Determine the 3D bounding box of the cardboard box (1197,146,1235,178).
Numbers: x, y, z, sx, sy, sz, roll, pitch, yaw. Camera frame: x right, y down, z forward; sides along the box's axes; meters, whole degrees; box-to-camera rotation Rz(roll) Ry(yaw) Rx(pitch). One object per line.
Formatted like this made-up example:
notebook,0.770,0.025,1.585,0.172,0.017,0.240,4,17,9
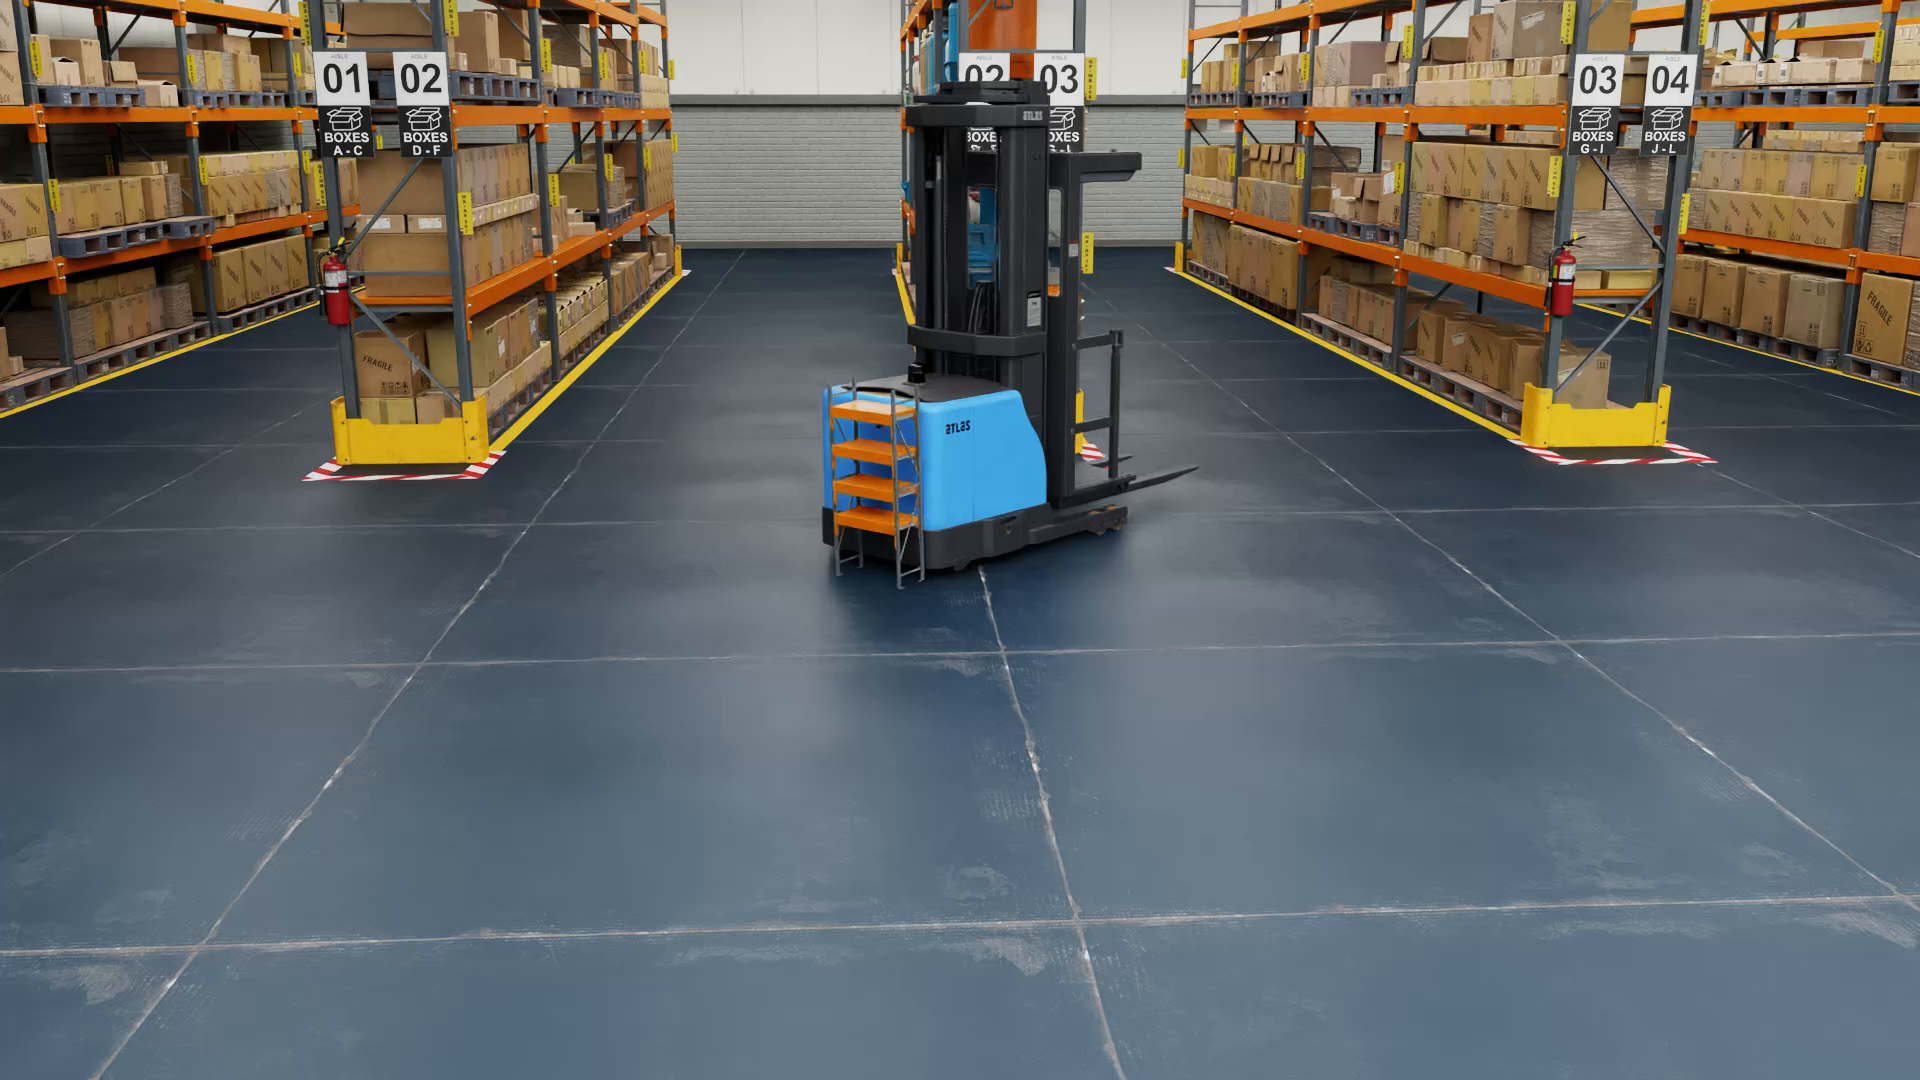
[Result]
cardboard box,4.264,-6.304,27.708,0.500,0.500,0.500,-1,14,-5

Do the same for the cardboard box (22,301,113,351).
cardboard box,-9.797,-2.346,18.257,0.700,0.500,0.500,-1,14,-5

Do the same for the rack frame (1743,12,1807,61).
rack frame,14.326,-9.305,29.131,1.000,3.000,0.127,-1,14,-3

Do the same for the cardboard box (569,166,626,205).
cardboard box,-5.034,-4.913,23.058,0.700,0.500,0.500,-5,15,-18

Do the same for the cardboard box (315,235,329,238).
cardboard box,-9.964,-4.735,26.280,0.380,0.149,0.250,-1,14,-5

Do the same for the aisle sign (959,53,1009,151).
aisle sign,0.191,-3.427,13.110,0.394,0.787,0.004,-1,14,-3

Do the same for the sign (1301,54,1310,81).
sign,4.376,-5.992,21.078,0.100,0.325,0.005,-1,14,-3

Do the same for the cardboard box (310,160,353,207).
cardboard box,-10.261,-5.665,26.422,0.980,0.700,0.700,-2,15,-6

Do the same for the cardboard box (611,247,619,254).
cardboard box,-5.523,-4.239,25.617,0.500,0.500,0.500,-1,14,-3

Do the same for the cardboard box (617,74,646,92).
cardboard box,-4.987,-6.847,24.894,0.500,0.250,0.500,-1,14,-3

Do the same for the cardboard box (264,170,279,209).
cardboard box,-9.804,-4.862,23.064,0.500,0.500,0.500,-1,14,-3

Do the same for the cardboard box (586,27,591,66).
cardboard box,-5.009,-6.326,21.365,0.500,0.500,0.500,-1,14,-3

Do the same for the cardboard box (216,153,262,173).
cardboard box,-9.779,-5.094,22.464,0.500,0.250,0.500,-1,14,-5

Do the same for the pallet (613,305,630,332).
pallet,-4.966,-2.941,22.032,1.003,0.211,1.213,-1,14,-3

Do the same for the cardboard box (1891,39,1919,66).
cardboard box,9.886,-4.963,16.938,0.500,0.250,0.500,-1,14,-3

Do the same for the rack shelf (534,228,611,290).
rack shelf,-4.833,-3.259,19.117,1.077,0.370,4.000,-1,14,-3

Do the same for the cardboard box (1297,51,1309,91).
cardboard box,4.821,-6.113,21.697,0.797,0.503,0.637,0,14,0

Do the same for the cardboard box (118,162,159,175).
cardboard box,-9.815,-4.438,19.870,0.380,0.149,0.250,-3,15,-13

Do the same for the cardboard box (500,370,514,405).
cardboard box,-4.338,-1.372,15.016,0.500,0.250,0.500,-1,14,-3

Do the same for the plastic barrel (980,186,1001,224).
plastic barrel,0.513,-3.529,17.717,0.600,0.901,0.708,-1,14,-3

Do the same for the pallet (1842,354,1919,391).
pallet,10.104,-1.773,17.492,1.003,0.211,1.213,-1,14,-3

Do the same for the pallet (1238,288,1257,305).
pallet,4.806,-3.710,25.024,1.003,0.211,1.213,-1,14,-3

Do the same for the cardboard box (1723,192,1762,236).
cardboard box,9.711,-3.989,20.310,0.500,0.500,0.500,-1,14,-3

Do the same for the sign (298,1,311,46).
sign,-5.004,-3.953,12.734,0.100,0.325,0.005,-1,14,-3

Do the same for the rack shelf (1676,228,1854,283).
rack shelf,10.011,-3.462,19.907,1.077,0.370,4.000,-1,14,-3

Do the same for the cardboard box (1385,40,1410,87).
cardboard box,5.189,-5.321,18.617,0.797,0.503,0.637,0,14,-1

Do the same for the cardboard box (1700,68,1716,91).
cardboard box,9.598,-5.947,21.902,0.500,0.500,0.500,-1,14,-3

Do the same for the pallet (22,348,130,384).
pallet,-9.703,-1.876,17.893,1.003,0.211,1.213,-1,14,-3

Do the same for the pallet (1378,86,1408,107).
pallet,5.246,-4.779,17.937,1.213,0.211,1.003,-1,14,-3

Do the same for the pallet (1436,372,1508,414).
pallet,5.334,-1.441,16.203,1.003,0.211,1.213,-1,14,-3

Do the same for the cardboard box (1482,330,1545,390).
cardboard box,5.313,-1.720,15.864,0.500,0.500,0.500,0,14,2

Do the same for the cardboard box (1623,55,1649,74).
cardboard box,5.640,-3.912,13.694,0.380,0.149,0.250,-1,14,-4

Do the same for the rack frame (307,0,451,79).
rack frame,-4.461,-5.021,12.480,1.000,3.000,0.127,-1,14,-3

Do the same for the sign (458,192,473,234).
sign,-3.907,-2.580,13.137,0.100,0.325,0.005,-1,14,-3

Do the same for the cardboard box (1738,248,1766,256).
cardboard box,14.467,-5.199,29.513,0.875,0.438,0.875,-1,14,-5

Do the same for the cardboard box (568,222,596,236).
cardboard box,-4.625,-3.764,20.139,0.380,0.149,0.250,-1,14,-3

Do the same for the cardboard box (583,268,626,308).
cardboard box,-4.738,-3.355,22.180,0.500,0.500,0.500,-1,14,-5

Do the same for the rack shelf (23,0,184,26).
rack shelf,-9.777,-5.893,18.118,1.077,0.370,4.000,-1,14,-3

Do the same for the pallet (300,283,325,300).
pallet,-10.118,-3.862,25.613,1.003,0.211,1.213,-1,14,-3

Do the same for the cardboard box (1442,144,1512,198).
cardboard box,5.015,-3.574,16.094,0.500,0.500,0.500,-1,14,-3

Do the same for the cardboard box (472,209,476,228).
cardboard box,-4.304,-2.706,14.023,0.380,0.149,0.250,-1,14,-3

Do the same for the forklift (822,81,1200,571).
forklift,0.490,-1.526,11.075,1.130,2.935,3.031,13,19,41

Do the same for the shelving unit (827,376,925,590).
shelving unit,-0.499,-0.344,9.937,0.503,1.200,0.258,11,20,37

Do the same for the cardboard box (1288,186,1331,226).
cardboard box,4.653,-4.424,22.001,0.500,0.500,0.500,0,14,-2

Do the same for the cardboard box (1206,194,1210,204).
cardboard box,4.242,-5.584,27.212,0.380,0.149,0.250,-1,14,-3

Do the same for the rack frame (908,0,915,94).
rack frame,-0.261,-8.081,24.373,1.000,3.000,0.127,-1,14,-3

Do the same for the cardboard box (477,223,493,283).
cardboard box,-4.540,-2.534,14.655,0.700,0.500,0.500,-1,14,-3

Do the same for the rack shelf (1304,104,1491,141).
rack shelf,5.054,-4.864,19.334,1.077,0.370,4.000,-1,14,-3

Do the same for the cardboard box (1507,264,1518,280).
cardboard box,5.121,-2.399,14.836,0.380,0.149,0.250,-1,14,-3

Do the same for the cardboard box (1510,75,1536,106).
cardboard box,5.109,-3.887,14.396,0.500,0.250,0.500,-1,14,-3

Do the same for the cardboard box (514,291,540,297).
cardboard box,-5.115,-2.728,19.160,0.500,0.311,0.500,-1,14,-4

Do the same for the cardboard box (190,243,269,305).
cardboard box,-9.863,-3.593,22.441,0.750,0.750,0.750,-1,14,-4

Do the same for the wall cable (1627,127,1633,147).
wall cable,13.953,-8.309,35.197,0.585,1.953,0.123,-1,14,-3

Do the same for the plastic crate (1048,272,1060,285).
plastic crate,0.748,-2.291,14.438,0.298,0.136,0.250,-1,14,-3
